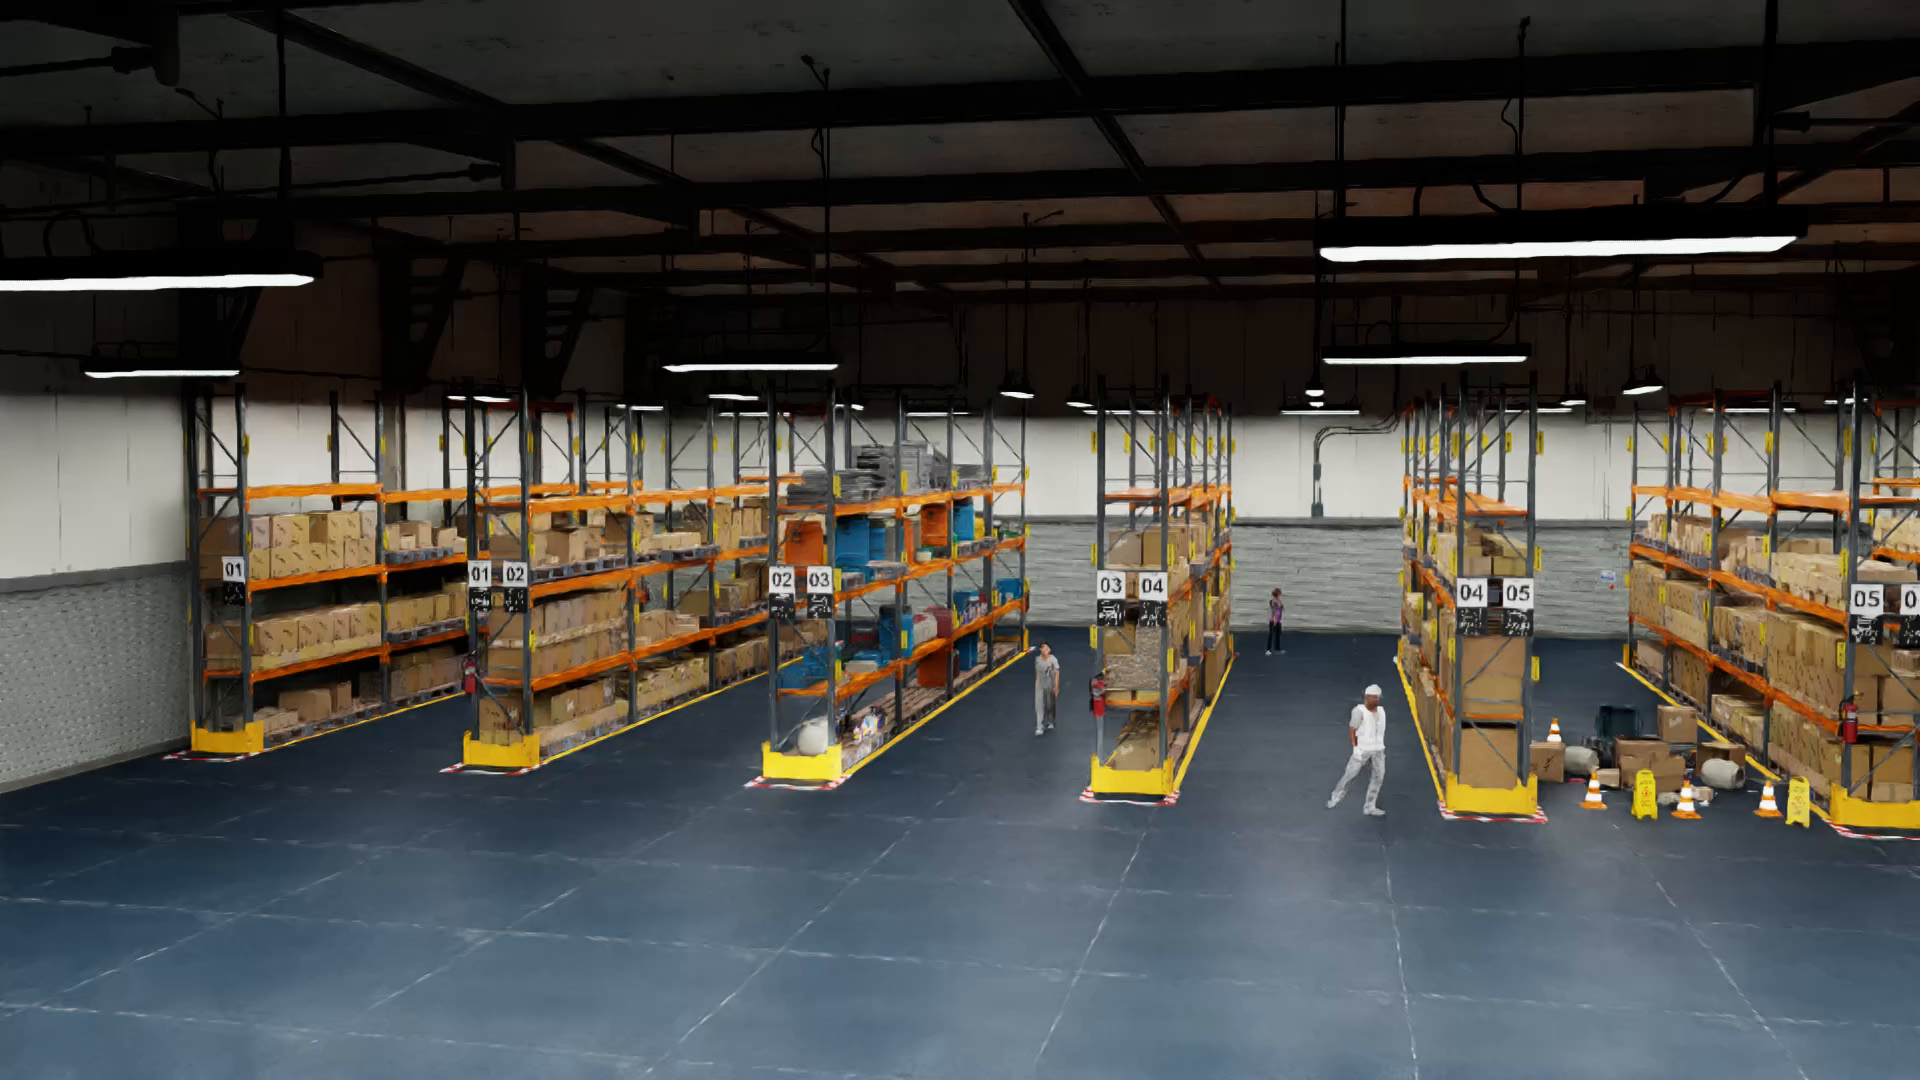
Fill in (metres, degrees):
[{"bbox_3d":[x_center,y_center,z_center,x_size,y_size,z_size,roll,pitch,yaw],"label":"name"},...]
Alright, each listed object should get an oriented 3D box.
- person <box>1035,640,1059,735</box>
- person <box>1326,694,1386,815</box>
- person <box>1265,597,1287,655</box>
[{"bbox_3d":[1.507,2.542,28.828,0.453,1.612,1.019,1,3,11],"label":"person"},{"bbox_3d":[5.387,2.862,22.561,0.751,1.706,0.591,-1,4,-21],"label":"person"},{"bbox_3d":[7.510,2.041,39.627,0.423,1.380,0.515,2,4,34],"label":"person"}]
